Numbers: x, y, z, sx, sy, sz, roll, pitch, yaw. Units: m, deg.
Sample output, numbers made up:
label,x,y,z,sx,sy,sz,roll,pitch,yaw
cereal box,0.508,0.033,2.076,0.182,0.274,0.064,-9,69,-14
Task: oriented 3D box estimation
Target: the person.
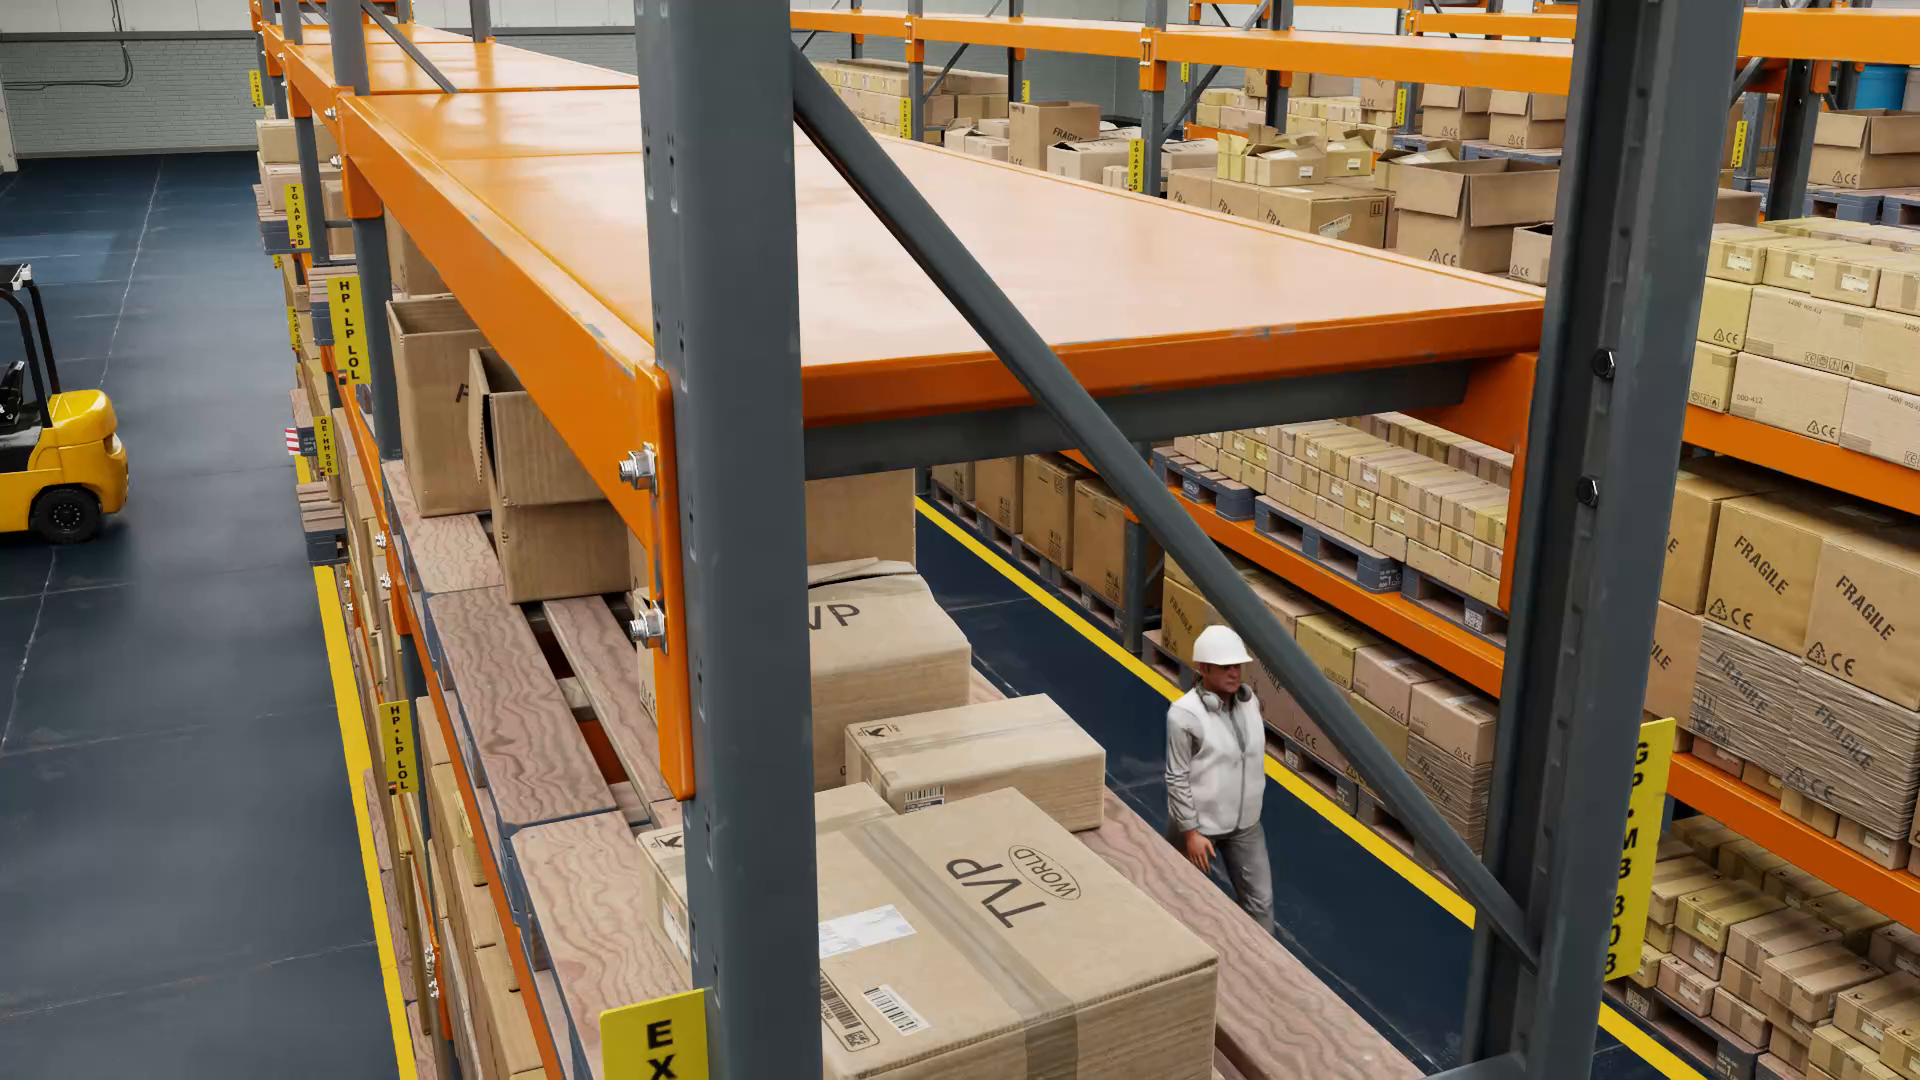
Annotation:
label,x,y,z,sx,sy,sz,roll,pitch,yaw
person,1.169,1.252,7.320,0.570,1.769,0.858,-10,21,-27
